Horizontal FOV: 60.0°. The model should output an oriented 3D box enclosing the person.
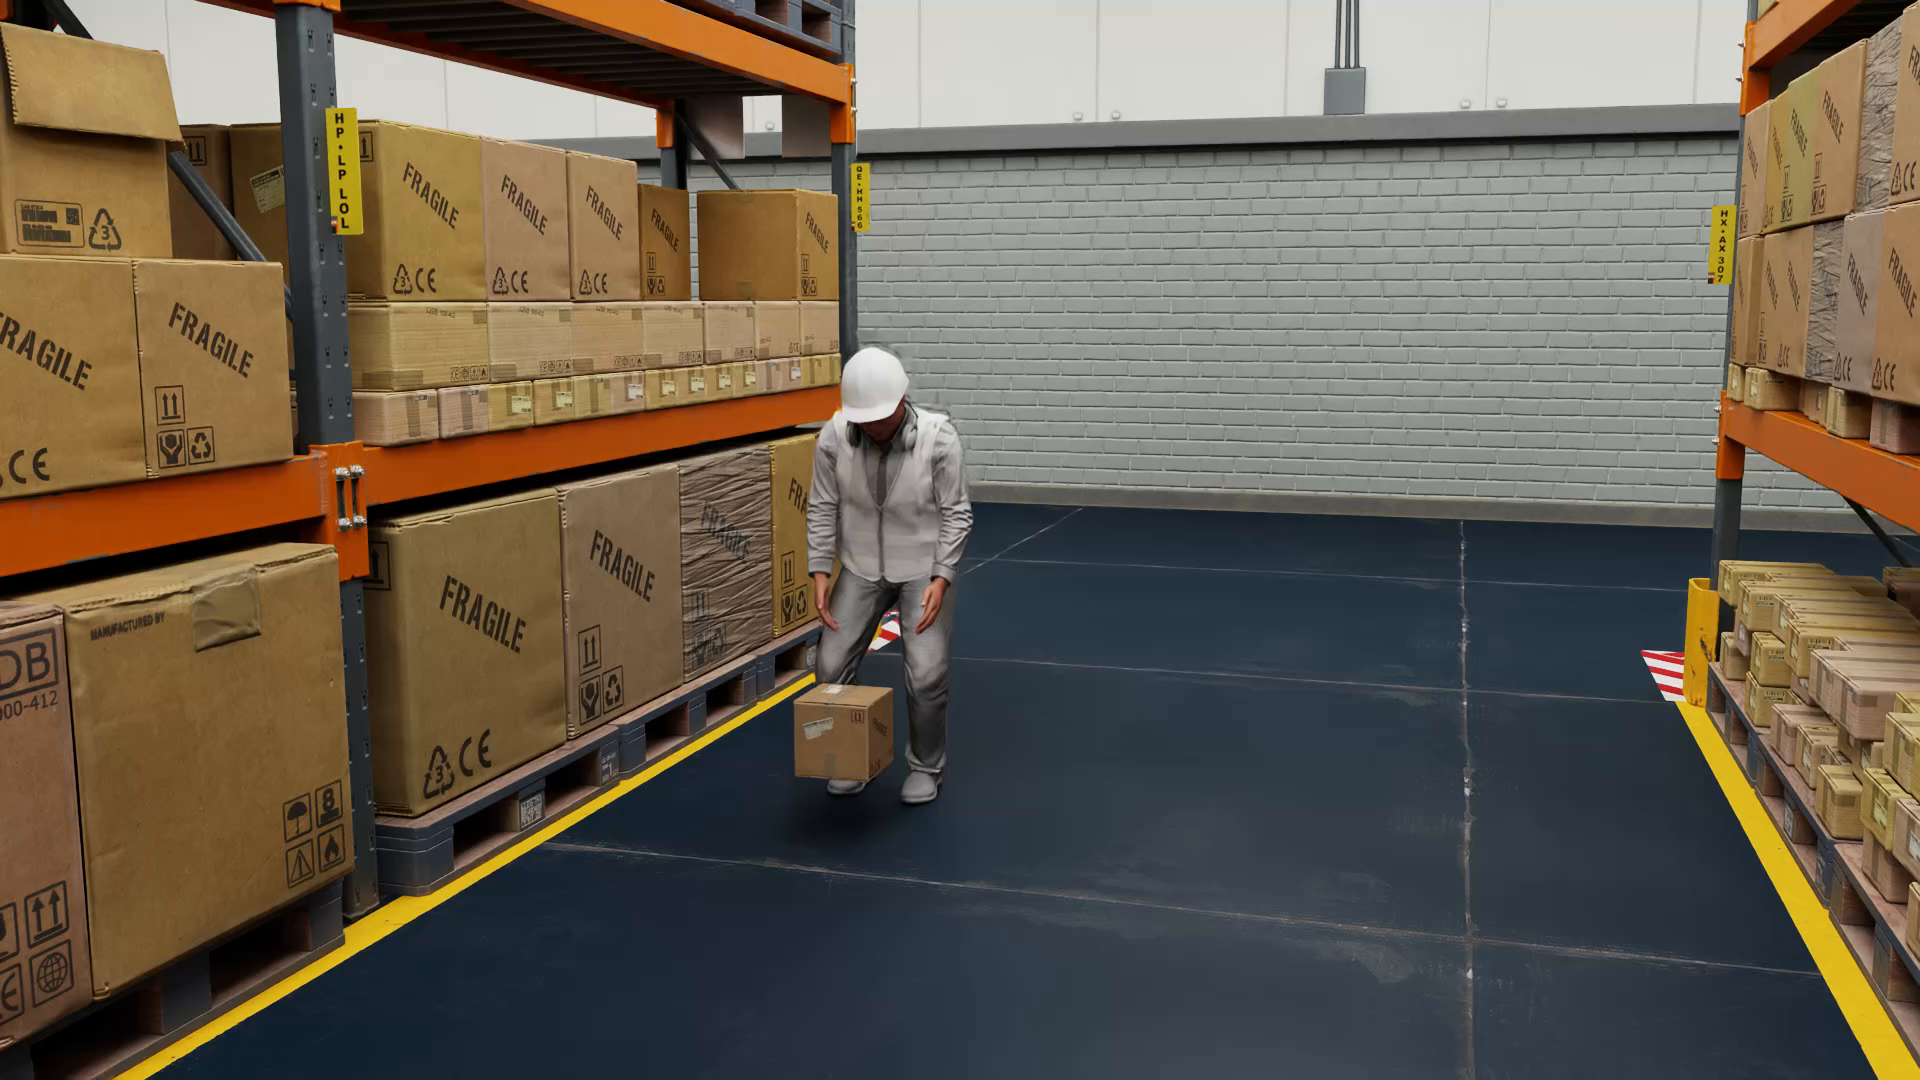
[{"bbox_3d":[-0.228,0.117,5.704,0.588,1.560,0.671,2,9,17],"label":"person"}]
